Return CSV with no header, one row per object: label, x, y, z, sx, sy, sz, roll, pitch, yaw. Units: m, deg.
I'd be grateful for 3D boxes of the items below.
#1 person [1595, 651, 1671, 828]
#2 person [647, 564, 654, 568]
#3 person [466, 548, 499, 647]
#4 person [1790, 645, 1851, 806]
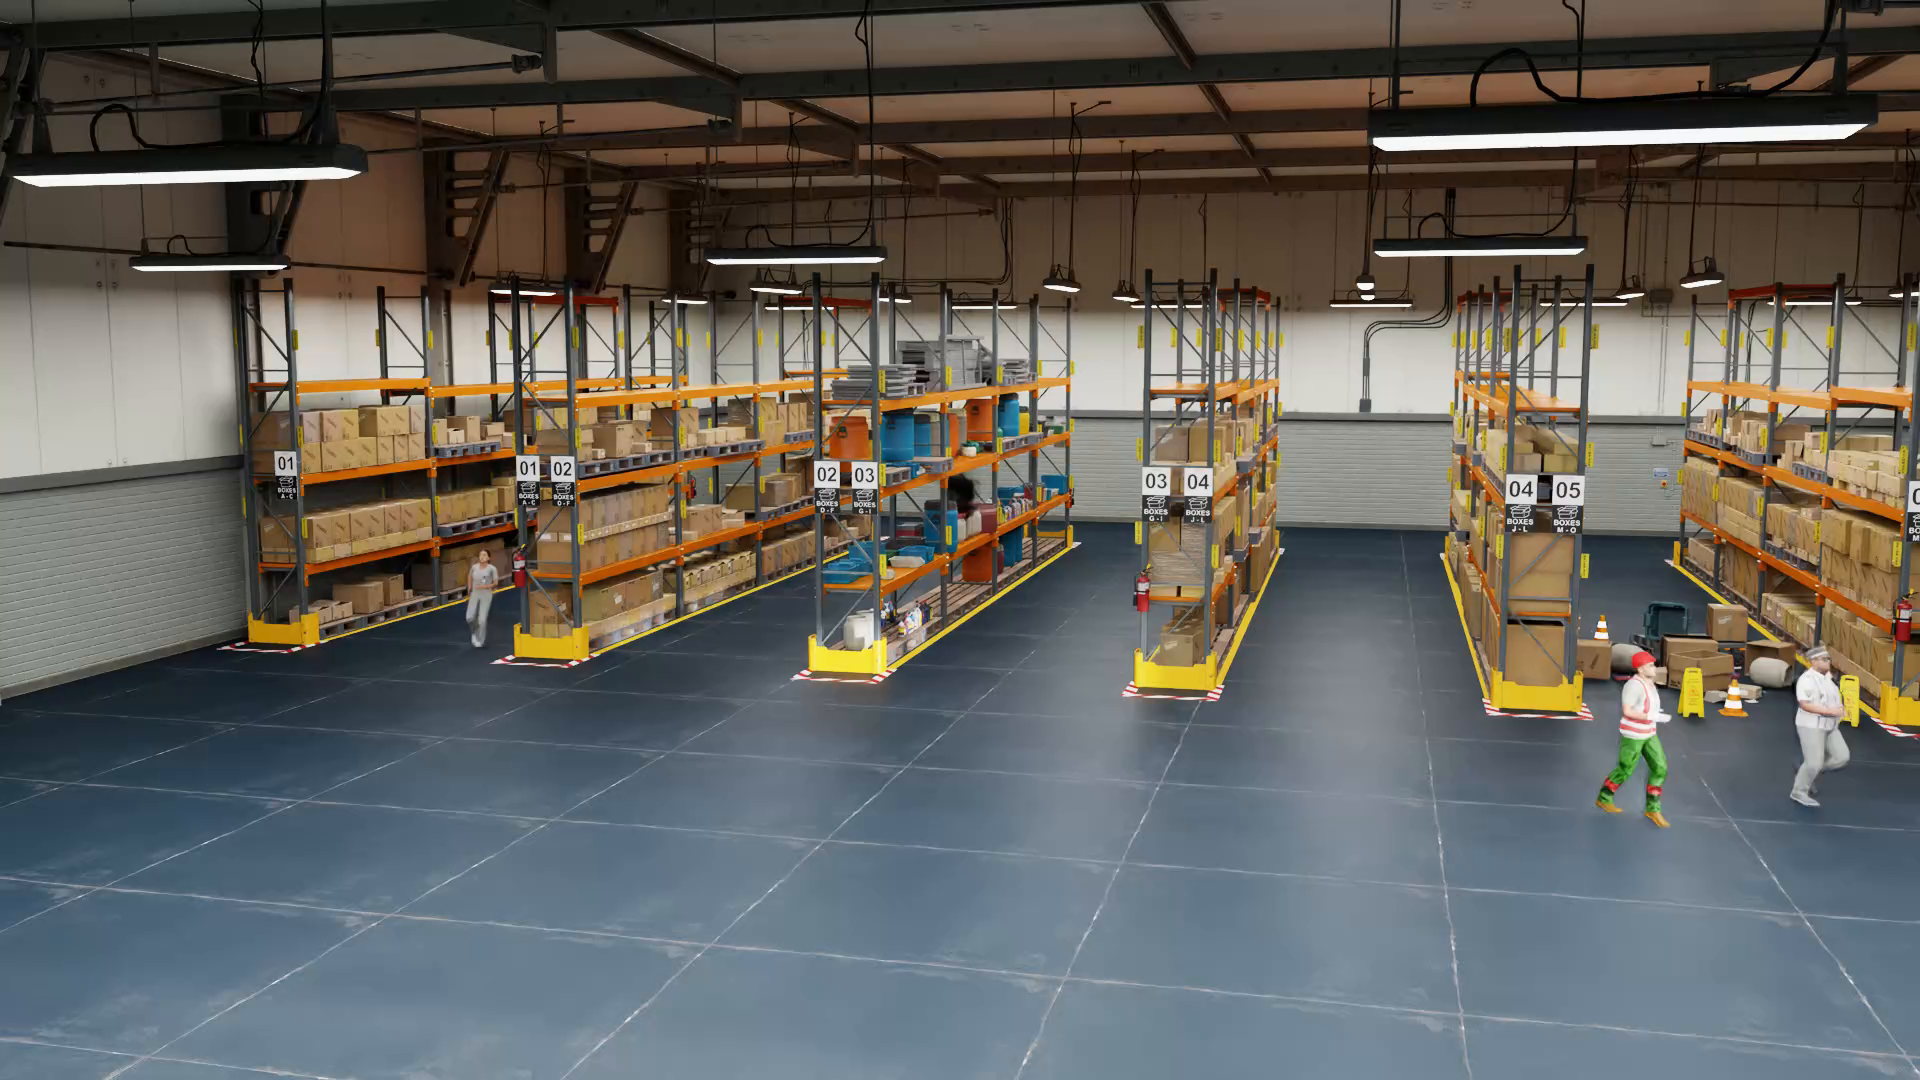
person,7.011,2.060,17.258,0.633,1.840,0.795,-5,9,-38
person,-6.419,0.043,34.195,0.676,1.749,0.917,1,7,10
person,-7.788,0.947,27.113,0.544,1.633,0.548,0,7,-1
person,9.301,2.001,17.898,0.676,1.762,0.603,-5,8,-34
